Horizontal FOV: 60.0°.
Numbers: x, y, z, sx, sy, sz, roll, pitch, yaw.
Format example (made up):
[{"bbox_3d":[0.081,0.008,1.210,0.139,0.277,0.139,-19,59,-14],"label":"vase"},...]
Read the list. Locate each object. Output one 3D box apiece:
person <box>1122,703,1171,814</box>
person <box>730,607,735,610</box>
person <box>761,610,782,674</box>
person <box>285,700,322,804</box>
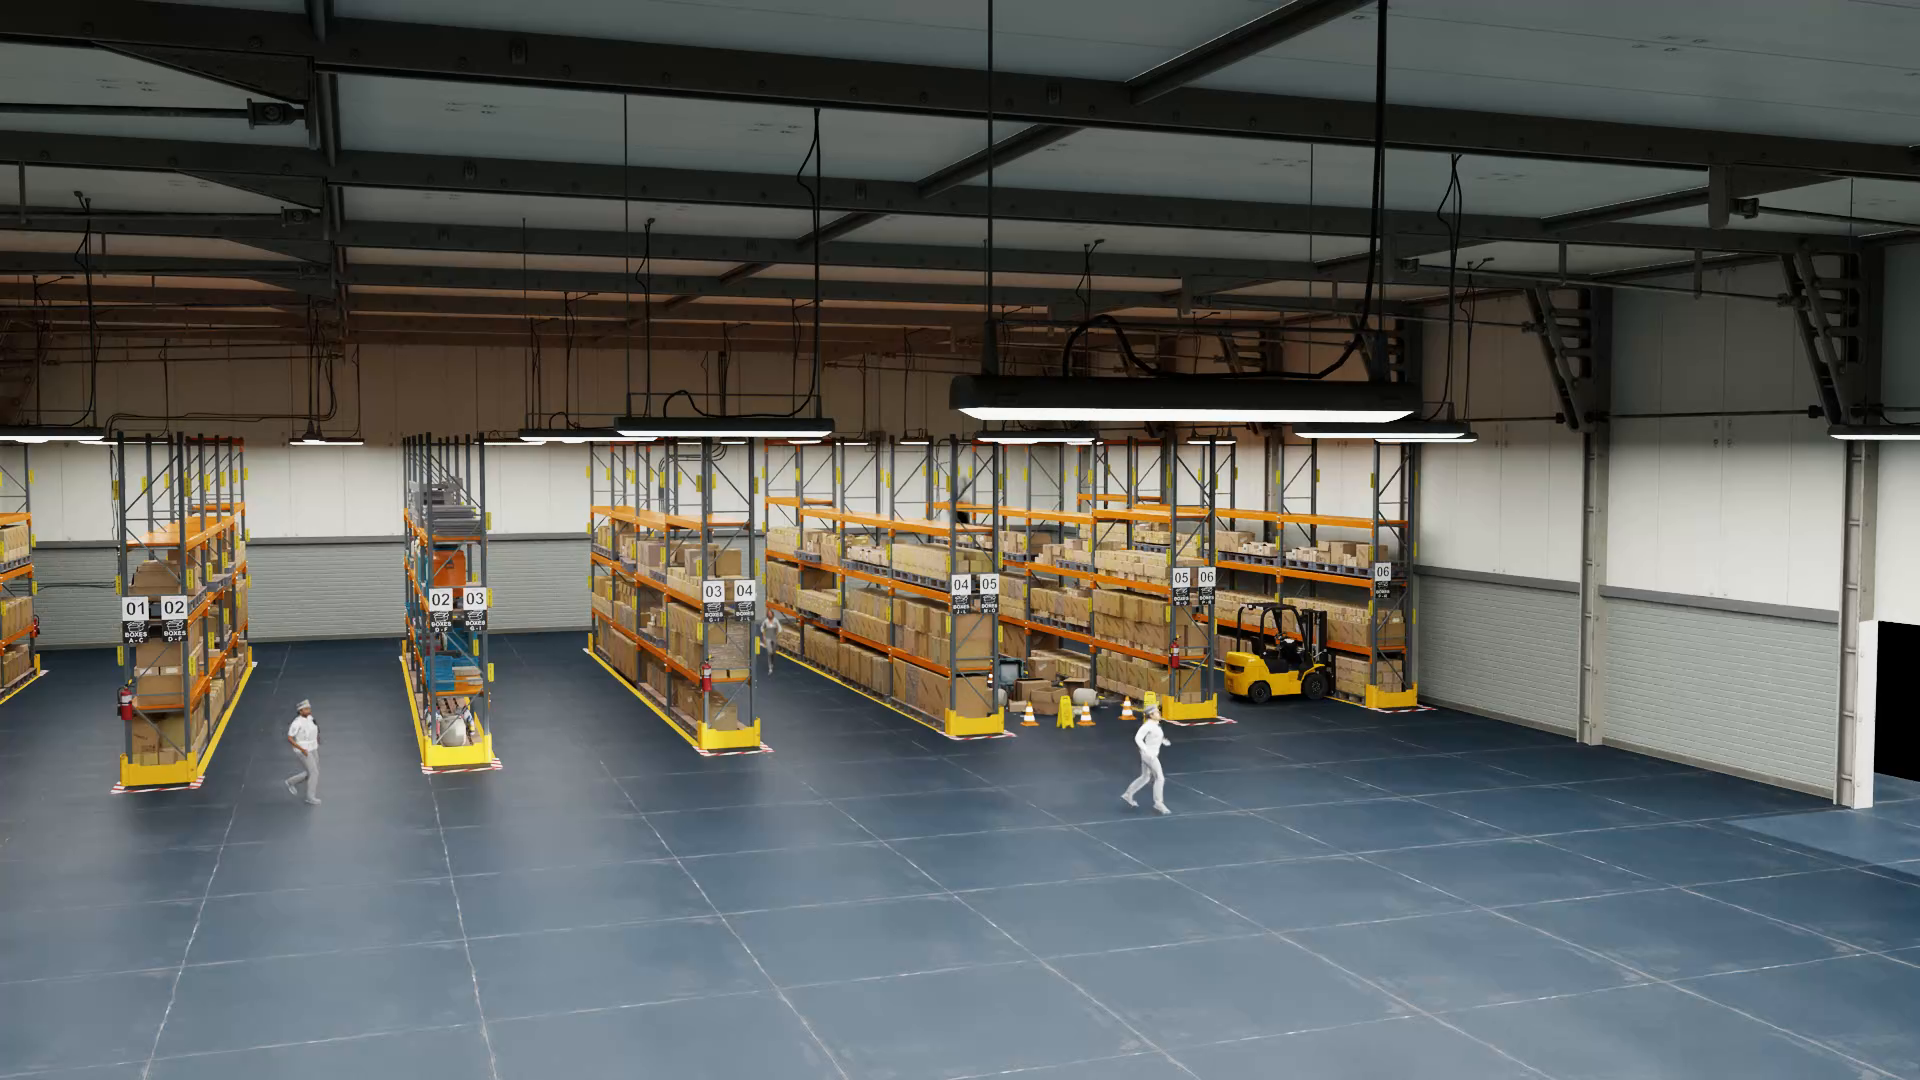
[{"bbox_3d":[2.941,3.420,26.170,0.796,1.734,0.609,1,3,13],"label":"person"},{"bbox_3d":[-6.599,2.306,47.277,0.581,1.624,0.698,-1,3,-20],"label":"person"},{"bbox_3d":[-4.807,2.574,42.366,0.536,1.612,0.775,-1,3,-14],"label":"person"},{"bbox_3d":[-10.600,3.409,26.846,0.628,1.687,0.576,1,3,11],"label":"person"}]
